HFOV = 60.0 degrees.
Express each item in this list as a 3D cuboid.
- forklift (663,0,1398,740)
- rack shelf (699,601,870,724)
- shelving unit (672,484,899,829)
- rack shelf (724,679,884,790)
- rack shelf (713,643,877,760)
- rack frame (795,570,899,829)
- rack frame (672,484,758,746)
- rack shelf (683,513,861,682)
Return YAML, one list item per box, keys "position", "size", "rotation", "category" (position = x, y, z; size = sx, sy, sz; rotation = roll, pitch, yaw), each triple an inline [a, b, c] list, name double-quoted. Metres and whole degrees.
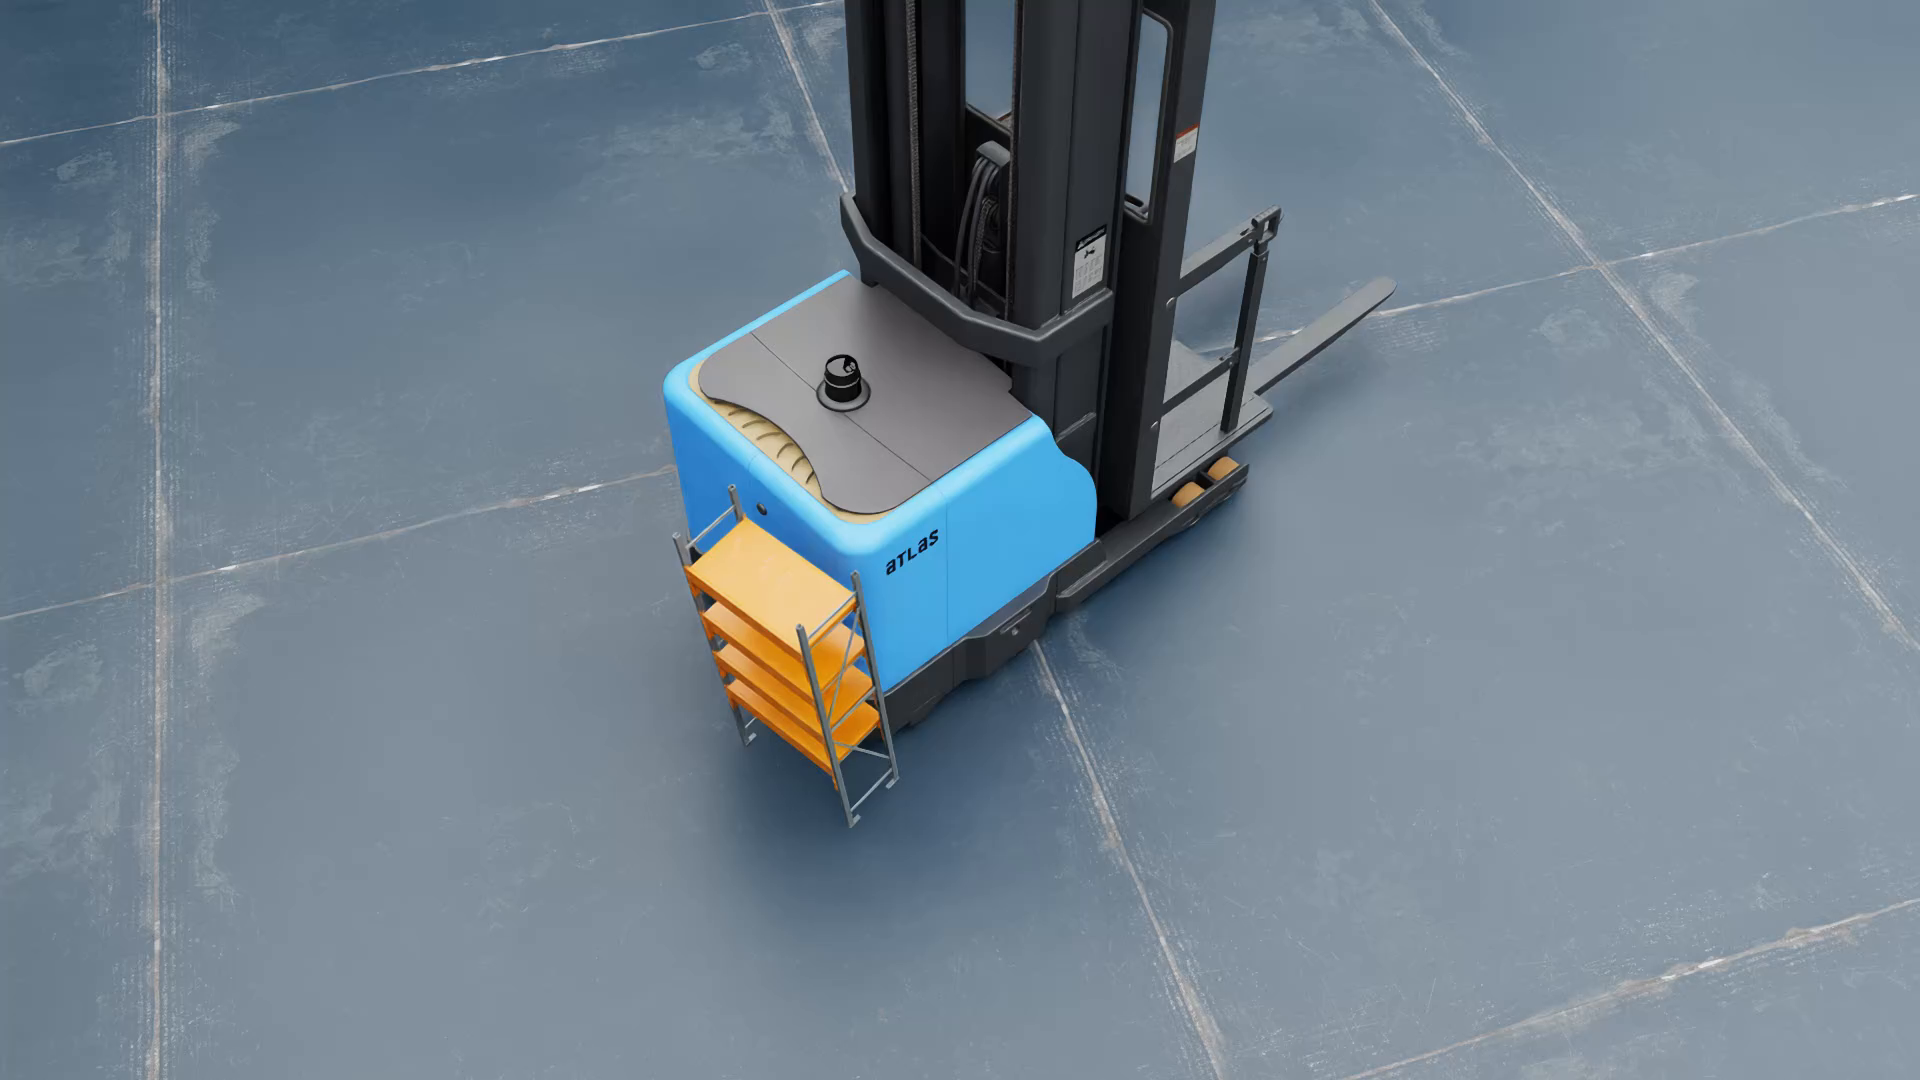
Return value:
- position: [0.462, -1.266, 5.401]
  size: [3.031, 2.935, 1.130]
  rotation: [-35, 58, -26]
  category: "forklift"
- position: [-0.518, 0.300, 4.994]
  size: [0.480, 0.148, 0.258]
  rotation: [34, 63, 25]
  category: "rack shelf"
- position: [-0.508, 0.392, 5.120]
  size: [0.503, 1.200, 0.258]
  rotation: [34, 63, 25]
  category: "shelving unit"
- position: [-0.491, 0.549, 5.335]
  size: [0.480, 0.148, 0.258]
  rotation: [34, 63, 25]
  category: "rack shelf"
- position: [-0.504, 0.432, 5.175]
  size: [0.480, 0.148, 0.258]
  rotation: [34, 63, 25]
  category: "rack shelf"
- position: [-0.324, 0.515, 5.017]
  size: [0.015, 1.200, 0.240]
  rotation: [34, 63, 25]
  category: "rack frame"
- position: [-0.692, 0.270, 5.224]
  size: [0.015, 1.200, 0.240]
  rotation: [34, 63, 25]
  category: "rack frame"
- position: [-0.532, 0.161, 4.803]
  size: [0.480, 0.148, 0.258]
  rotation: [34, 63, 25]
  category: "rack shelf"
